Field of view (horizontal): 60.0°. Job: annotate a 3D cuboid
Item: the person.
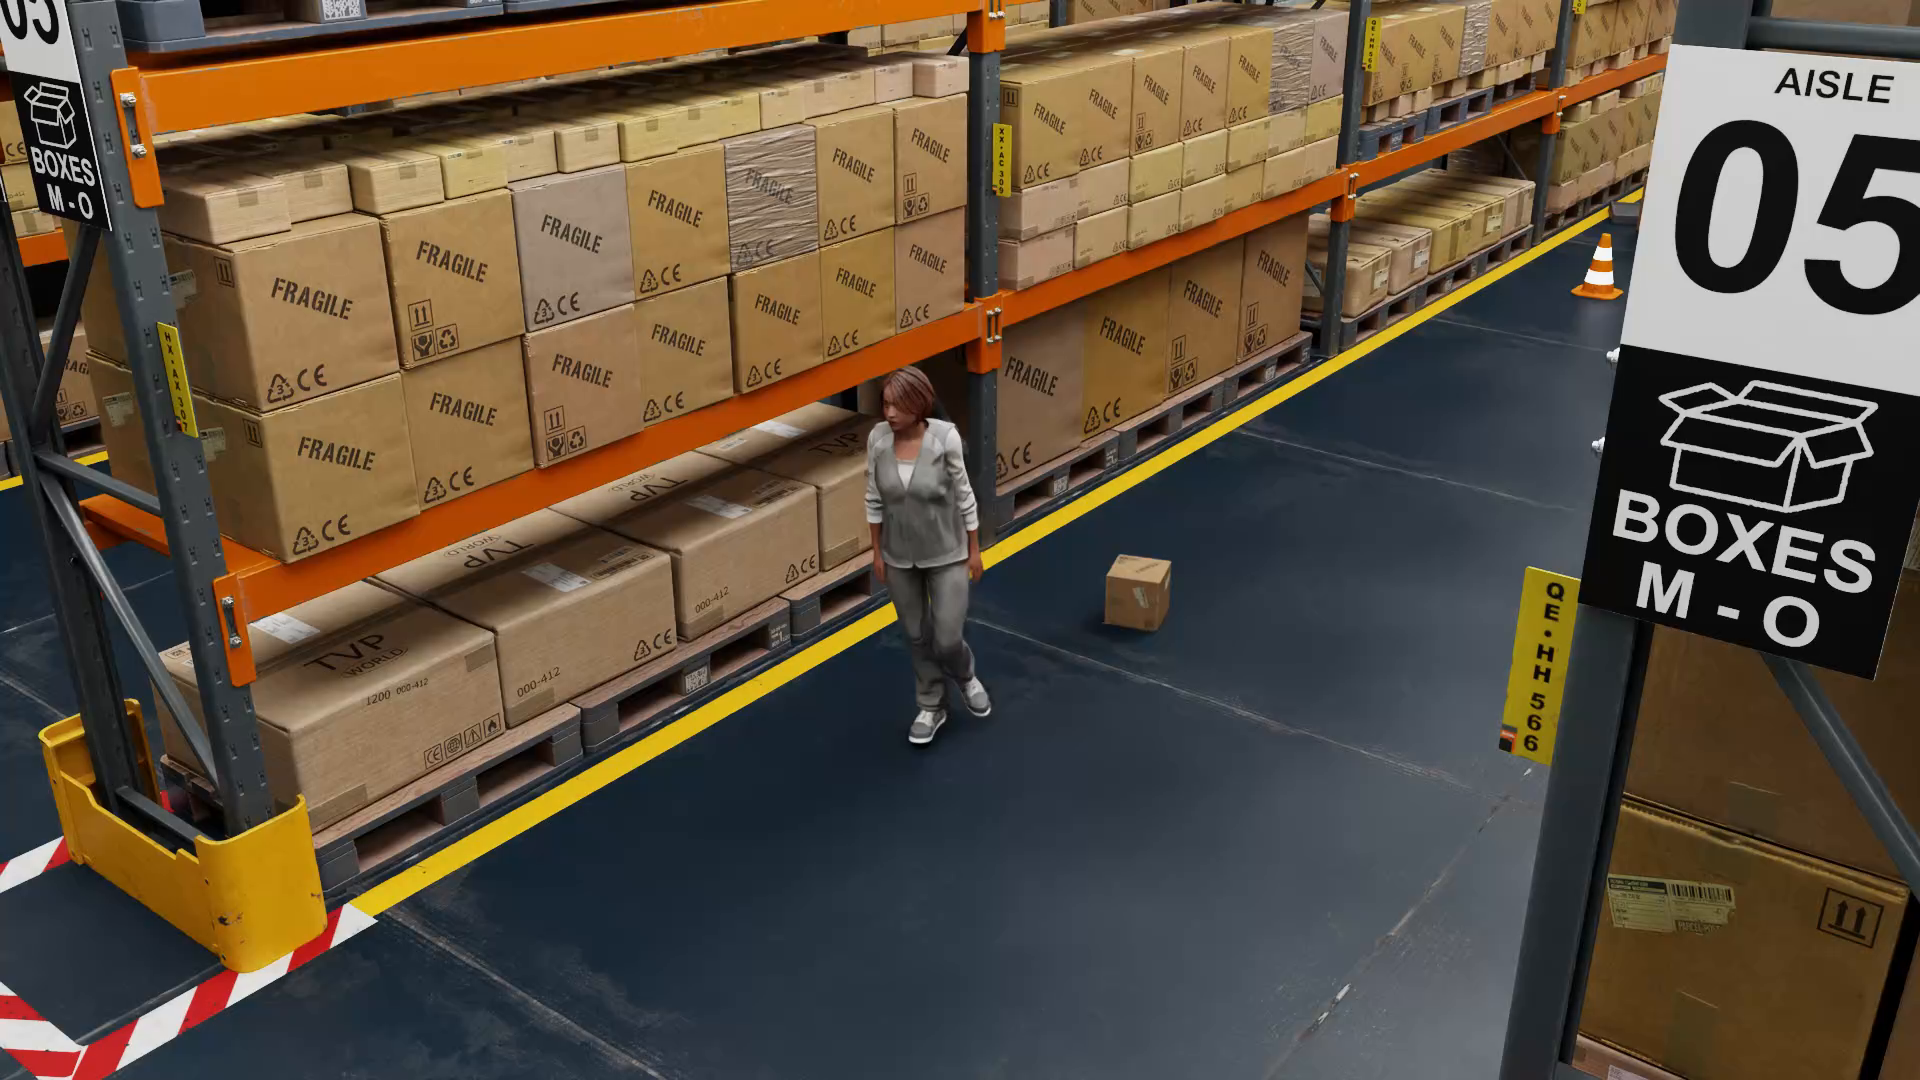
[{"bbox_3d":[-0.123,0.056,6.462,0.471,1.588,0.449,7,25,16],"label":"person"}]
